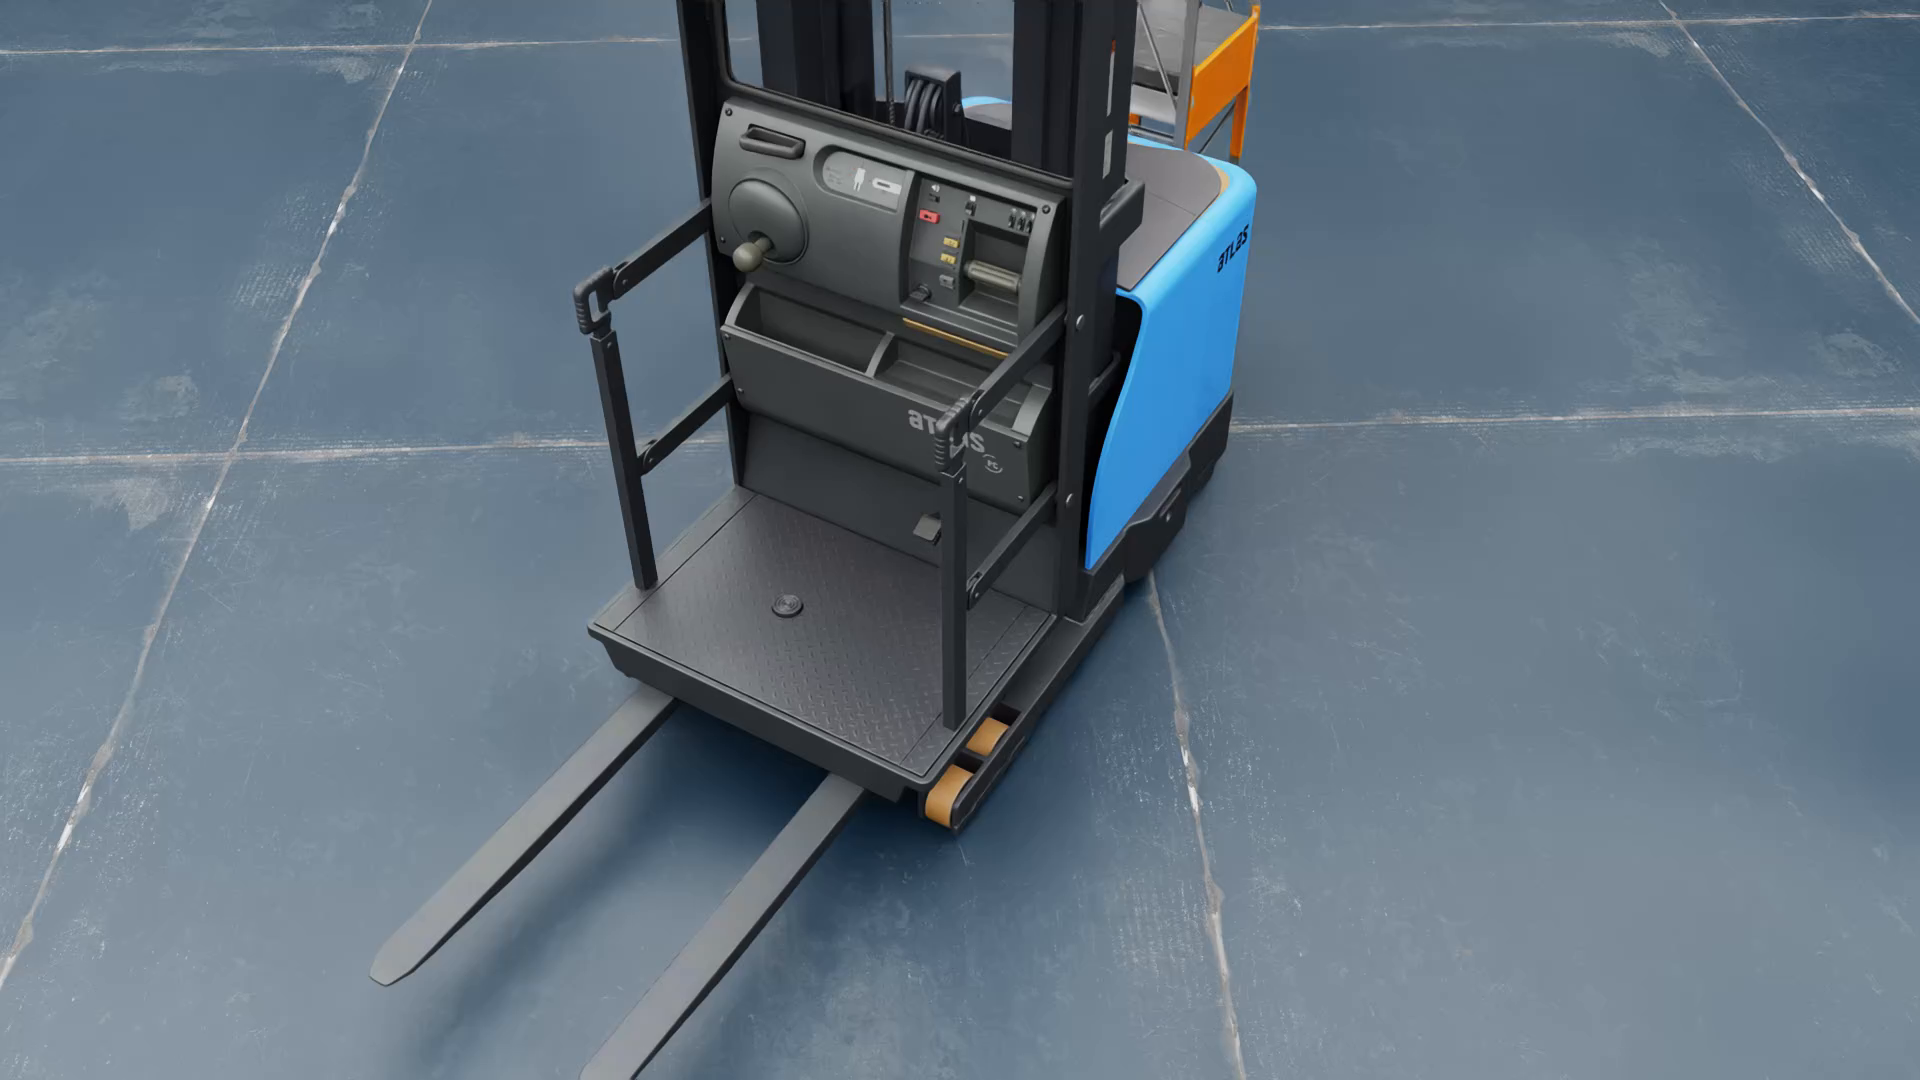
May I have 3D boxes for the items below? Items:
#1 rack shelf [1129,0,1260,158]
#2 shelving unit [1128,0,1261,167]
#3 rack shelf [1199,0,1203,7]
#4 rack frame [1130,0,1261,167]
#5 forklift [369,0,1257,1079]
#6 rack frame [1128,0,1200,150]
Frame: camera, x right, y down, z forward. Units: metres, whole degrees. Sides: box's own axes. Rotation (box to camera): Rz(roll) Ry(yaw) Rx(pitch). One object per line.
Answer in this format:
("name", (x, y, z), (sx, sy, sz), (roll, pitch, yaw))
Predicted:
("rack shelf", (0.627, -1.389, 5.229), (0.431, 0.518, 0.480), (22, 47, 22))
("shelving unit", (0.627, -1.399, 5.220), (0.431, 2.100, 0.503), (22, 47, 22))
("rack shelf", (0.629, -1.907, 4.759), (0.431, 0.518, 0.480), (22, 47, 22))
("rack frame", (0.753, -1.539, 5.375), (0.400, 2.100, 0.015), (22, 47, 22))
("forklift", (-0.305, -0.679, 3.821), (1.130, 2.935, 3.031), (22, 47, 22))
("rack frame", (0.502, -1.258, 5.065), (0.400, 2.100, 0.015), (22, 47, 22))
